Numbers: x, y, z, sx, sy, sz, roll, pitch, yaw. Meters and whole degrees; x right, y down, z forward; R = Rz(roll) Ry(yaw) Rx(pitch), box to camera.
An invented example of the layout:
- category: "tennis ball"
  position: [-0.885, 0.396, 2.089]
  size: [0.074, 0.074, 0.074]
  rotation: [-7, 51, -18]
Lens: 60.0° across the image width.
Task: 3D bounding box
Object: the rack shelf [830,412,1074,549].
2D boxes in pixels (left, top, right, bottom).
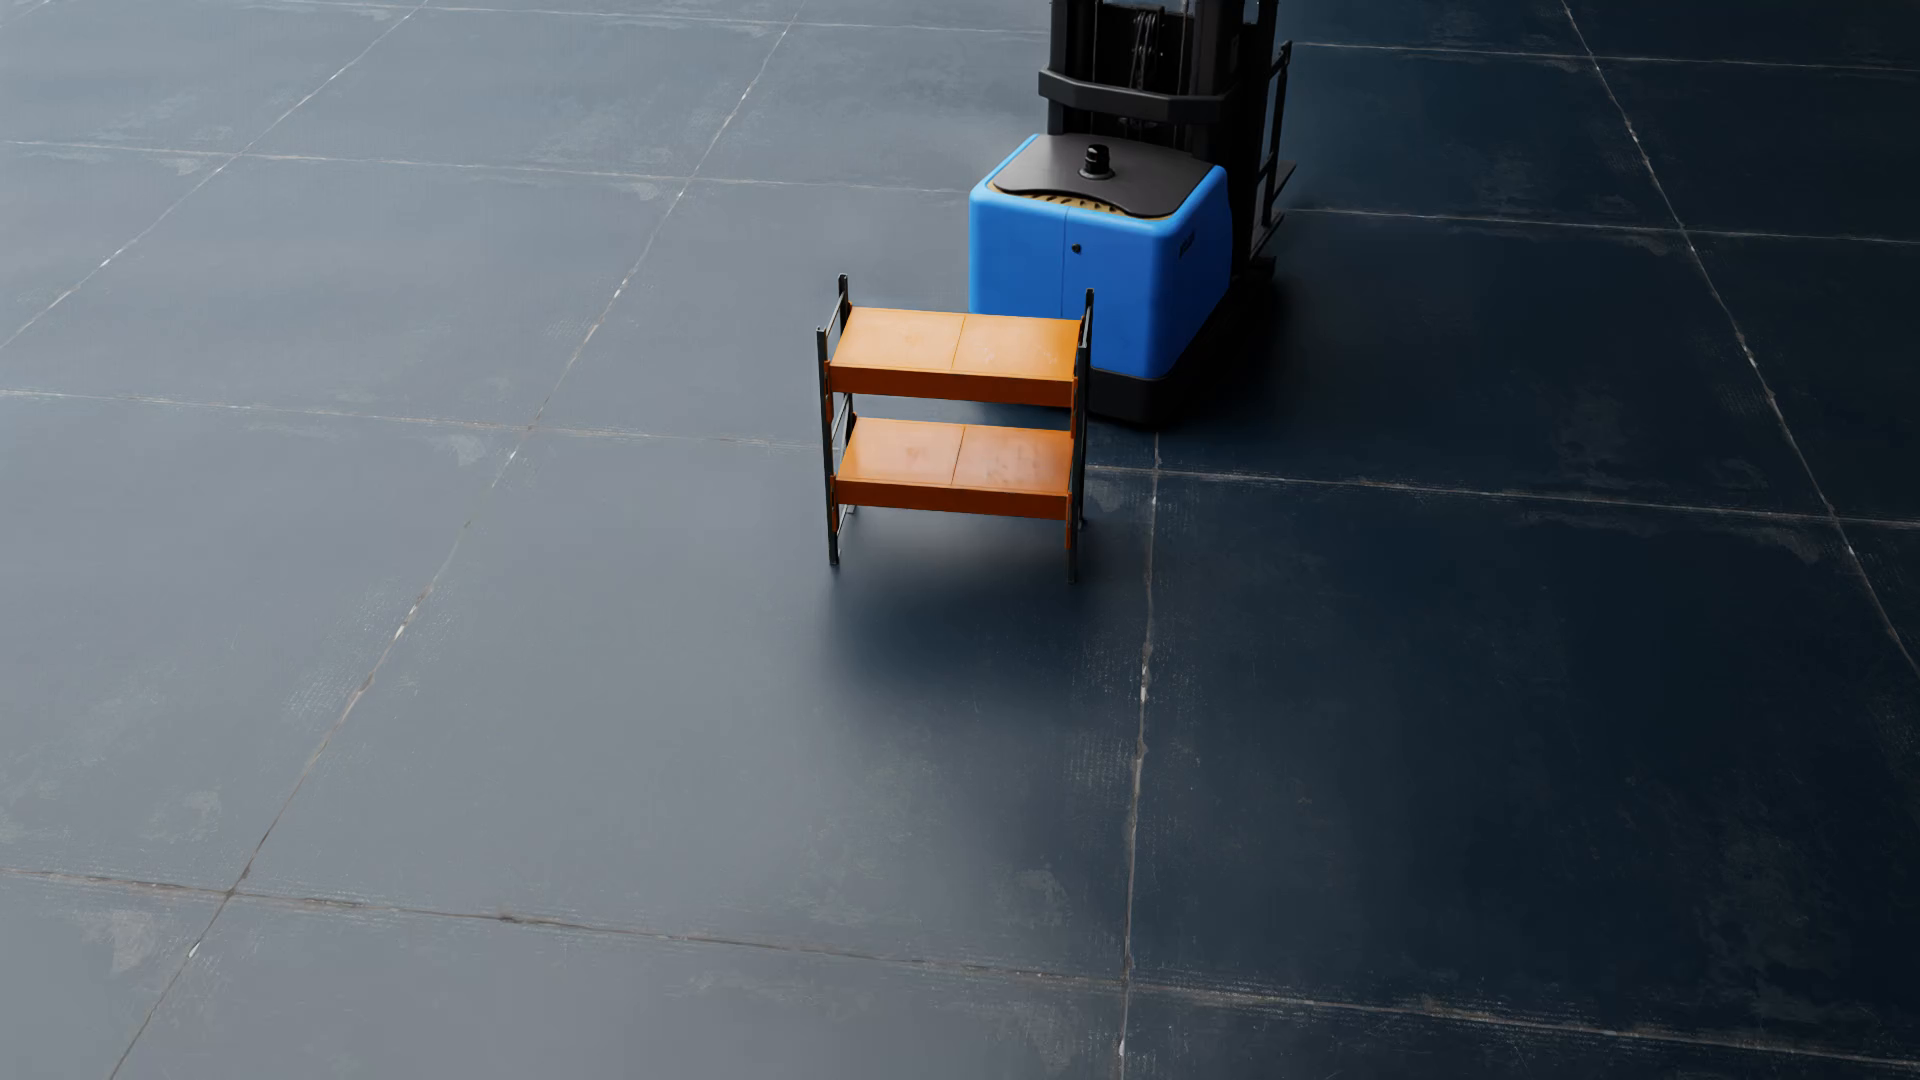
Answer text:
- category: "rack shelf"
  position: [-0.007, -0.259, 7.066]
  size: [1.000, 0.278, 0.538]
  rotation: [4, 36, 6]

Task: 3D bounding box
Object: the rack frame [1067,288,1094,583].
- category: "rack frame"
  position: [0.498, -0.421, 6.871]
  size: [0.032, 1.125, 0.500]
  rotation: [4, 36, 6]

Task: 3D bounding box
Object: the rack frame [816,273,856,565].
- category: "rack frame"
  position: [-0.511, -0.496, 6.977]
  size: [0.032, 1.125, 0.500]
  rotation: [4, 36, 6]

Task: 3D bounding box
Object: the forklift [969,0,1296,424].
- category: "forklift"
  position: [1.101, -2.592, 8.358]
  size: [1.130, 2.935, 3.031]
  rotation: [15, 38, 20]

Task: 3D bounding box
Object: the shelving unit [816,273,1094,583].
- category: "shelving unit"
  position: [-0.007, -0.458, 6.924]
  size: [1.048, 1.125, 0.538]
  rotation: [4, 36, 6]

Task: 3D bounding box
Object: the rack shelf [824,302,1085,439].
- category: "rack shelf"
  position: [-0.007, -0.697, 6.754]
  size: [1.000, 0.278, 0.538]
  rotation: [4, 36, 6]
